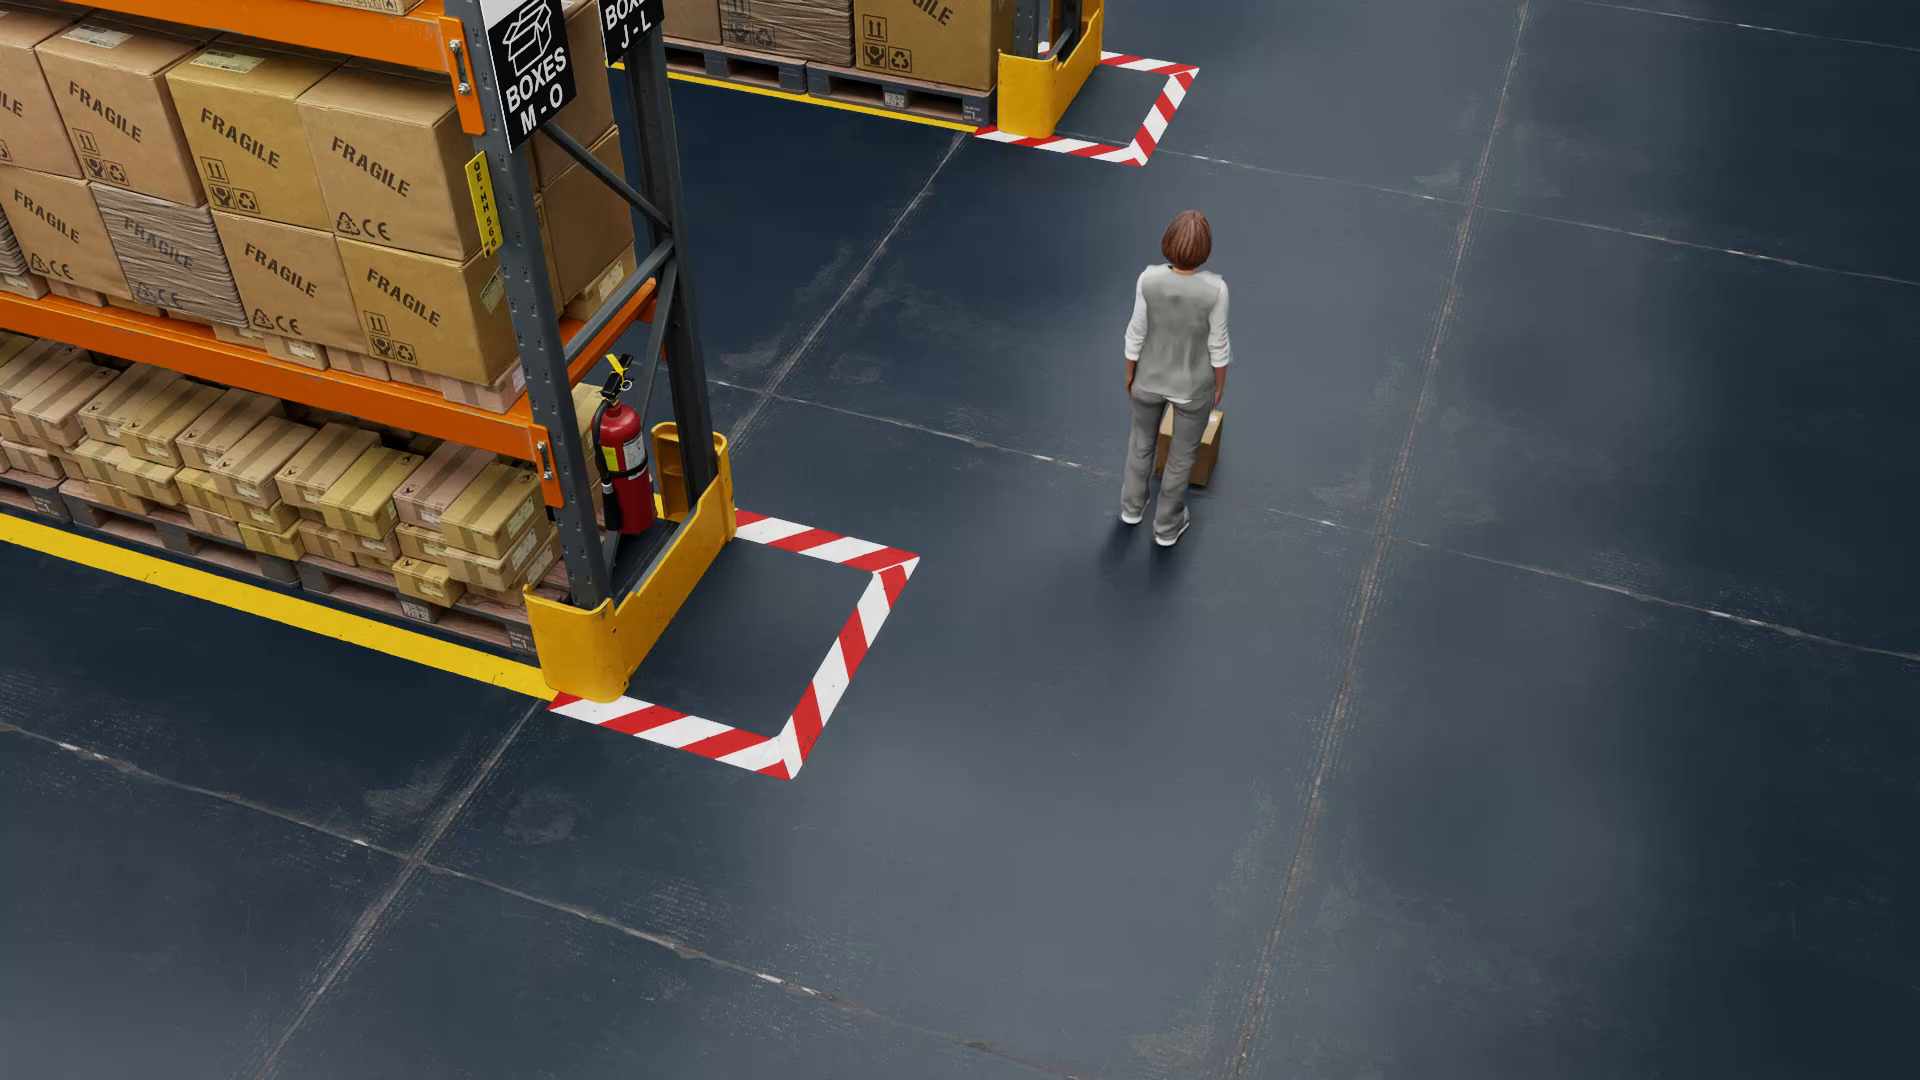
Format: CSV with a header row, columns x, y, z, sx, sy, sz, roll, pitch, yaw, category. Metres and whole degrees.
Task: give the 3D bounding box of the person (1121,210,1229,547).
x,y,z,sx,sy,sz,roll,pitch,yaw,category
0.893,-0.658,6.911,0.421,1.597,0.376,14,44,15,person
